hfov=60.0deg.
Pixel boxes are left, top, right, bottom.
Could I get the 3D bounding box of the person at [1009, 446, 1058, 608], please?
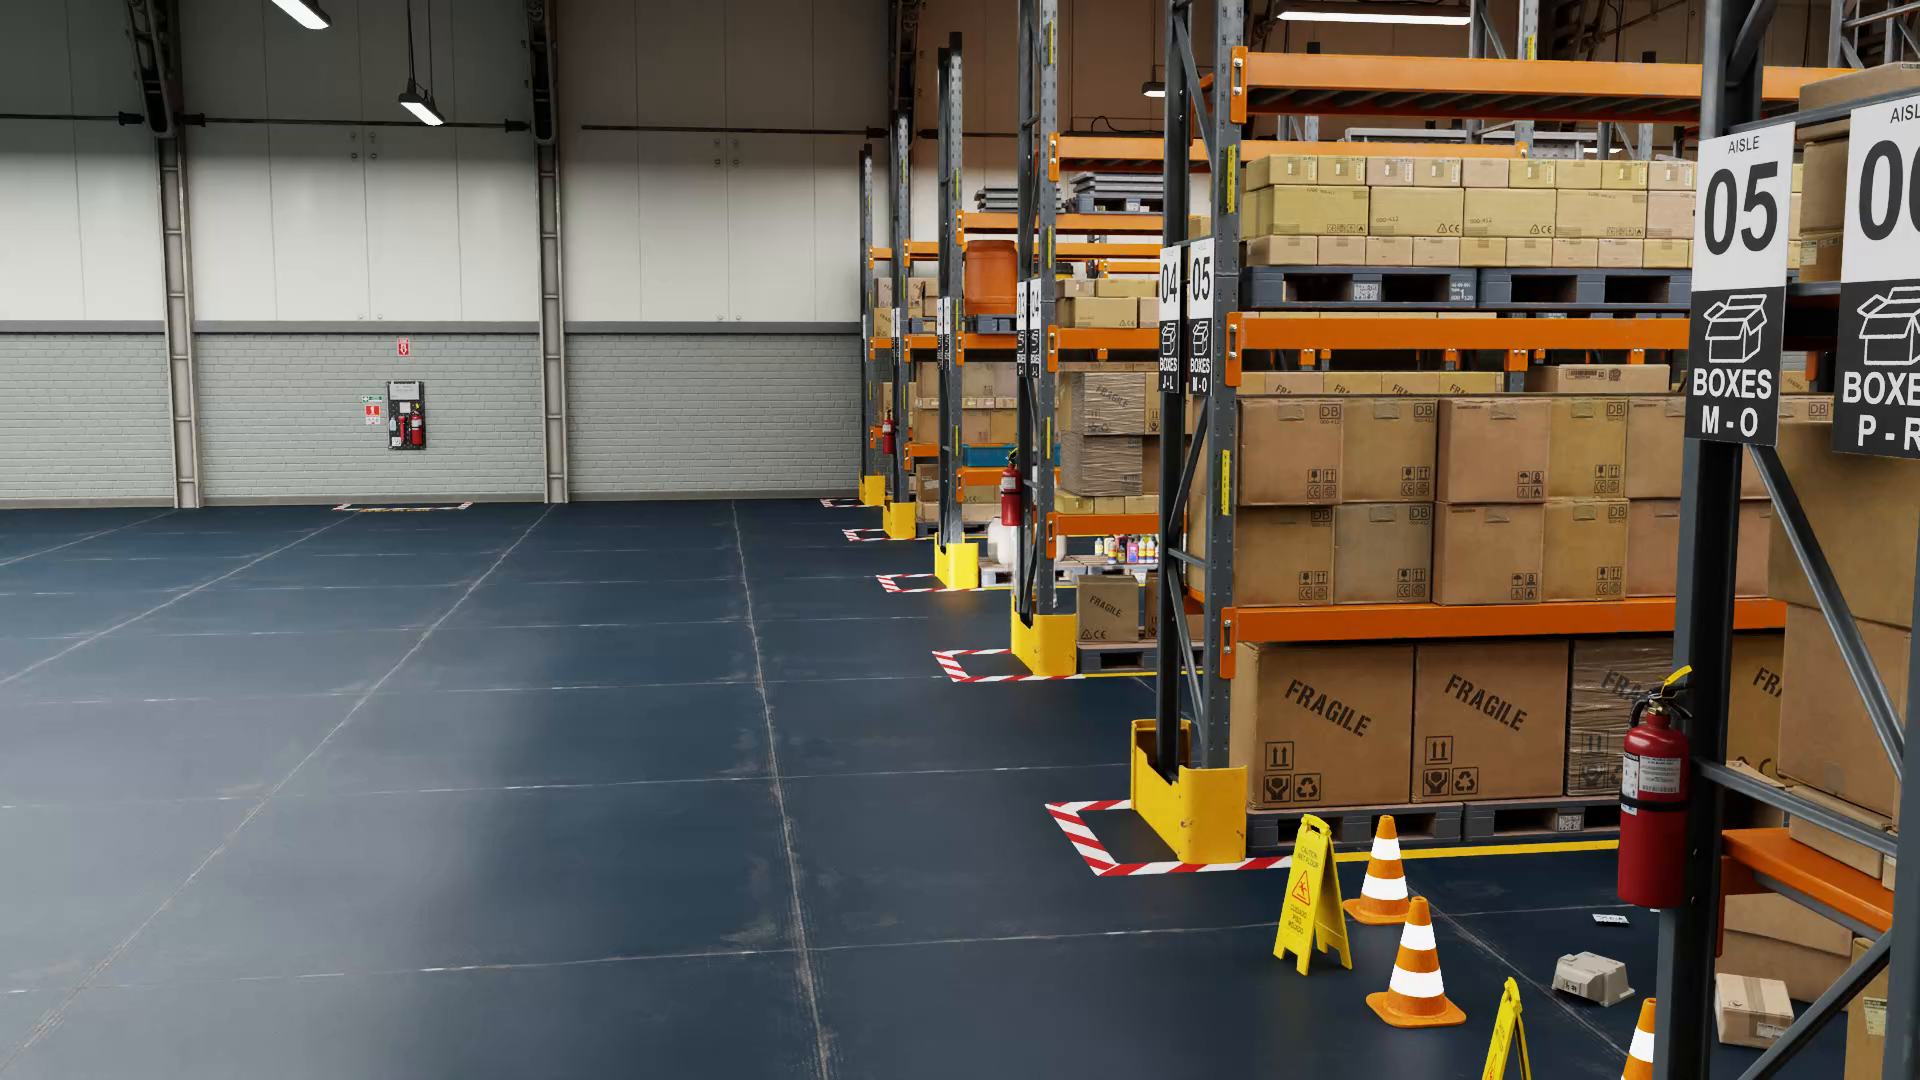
[{"bbox_3d":[0.761,-0.128,16.930,0.538,1.662,0.358,-1,7,-12],"label":"person"}]
